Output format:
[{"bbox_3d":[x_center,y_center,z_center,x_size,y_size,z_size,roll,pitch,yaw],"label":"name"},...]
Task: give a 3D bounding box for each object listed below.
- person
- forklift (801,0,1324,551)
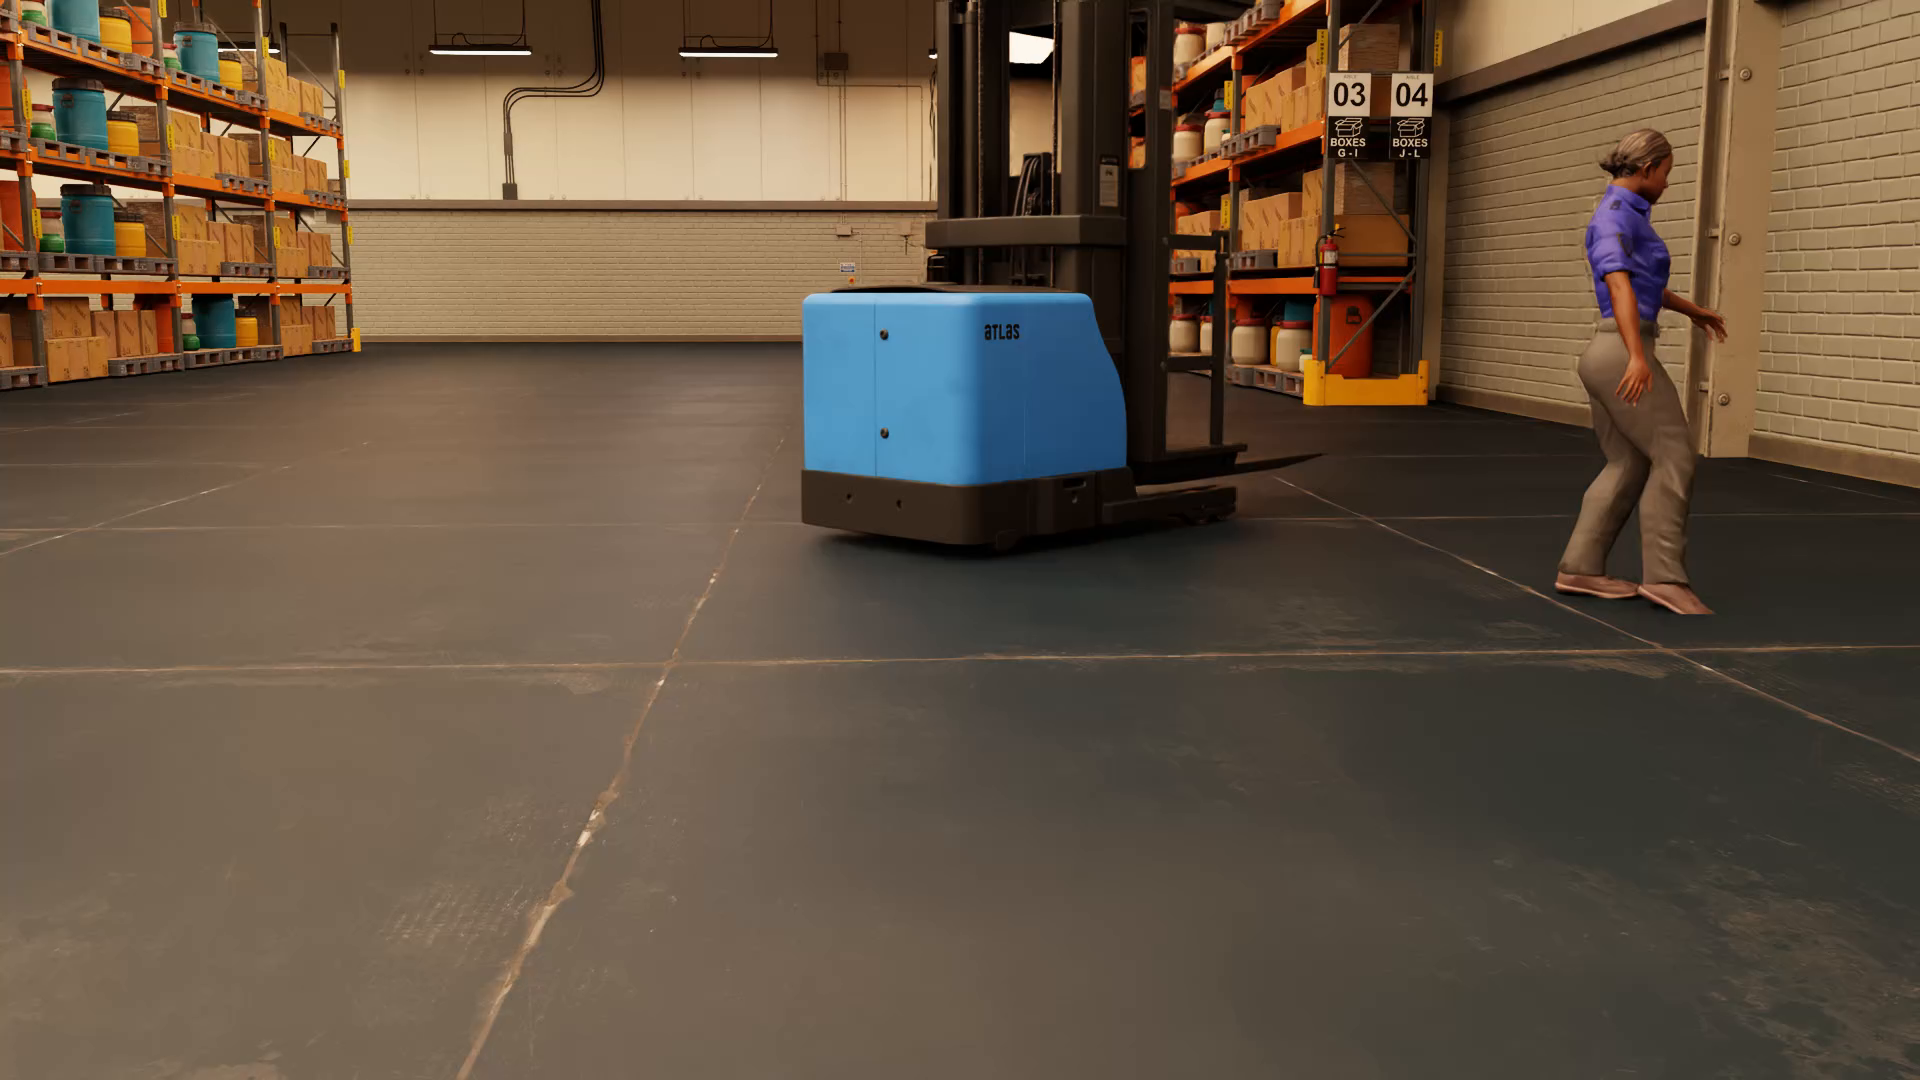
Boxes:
[{"bbox_3d":[2.380,-0.560,5.735,0.552,1.687,0.899,4,9,23],"label":"person"},{"bbox_3d":[0.676,-1.566,7.879,1.130,2.935,3.031,8,12,43],"label":"forklift"}]
